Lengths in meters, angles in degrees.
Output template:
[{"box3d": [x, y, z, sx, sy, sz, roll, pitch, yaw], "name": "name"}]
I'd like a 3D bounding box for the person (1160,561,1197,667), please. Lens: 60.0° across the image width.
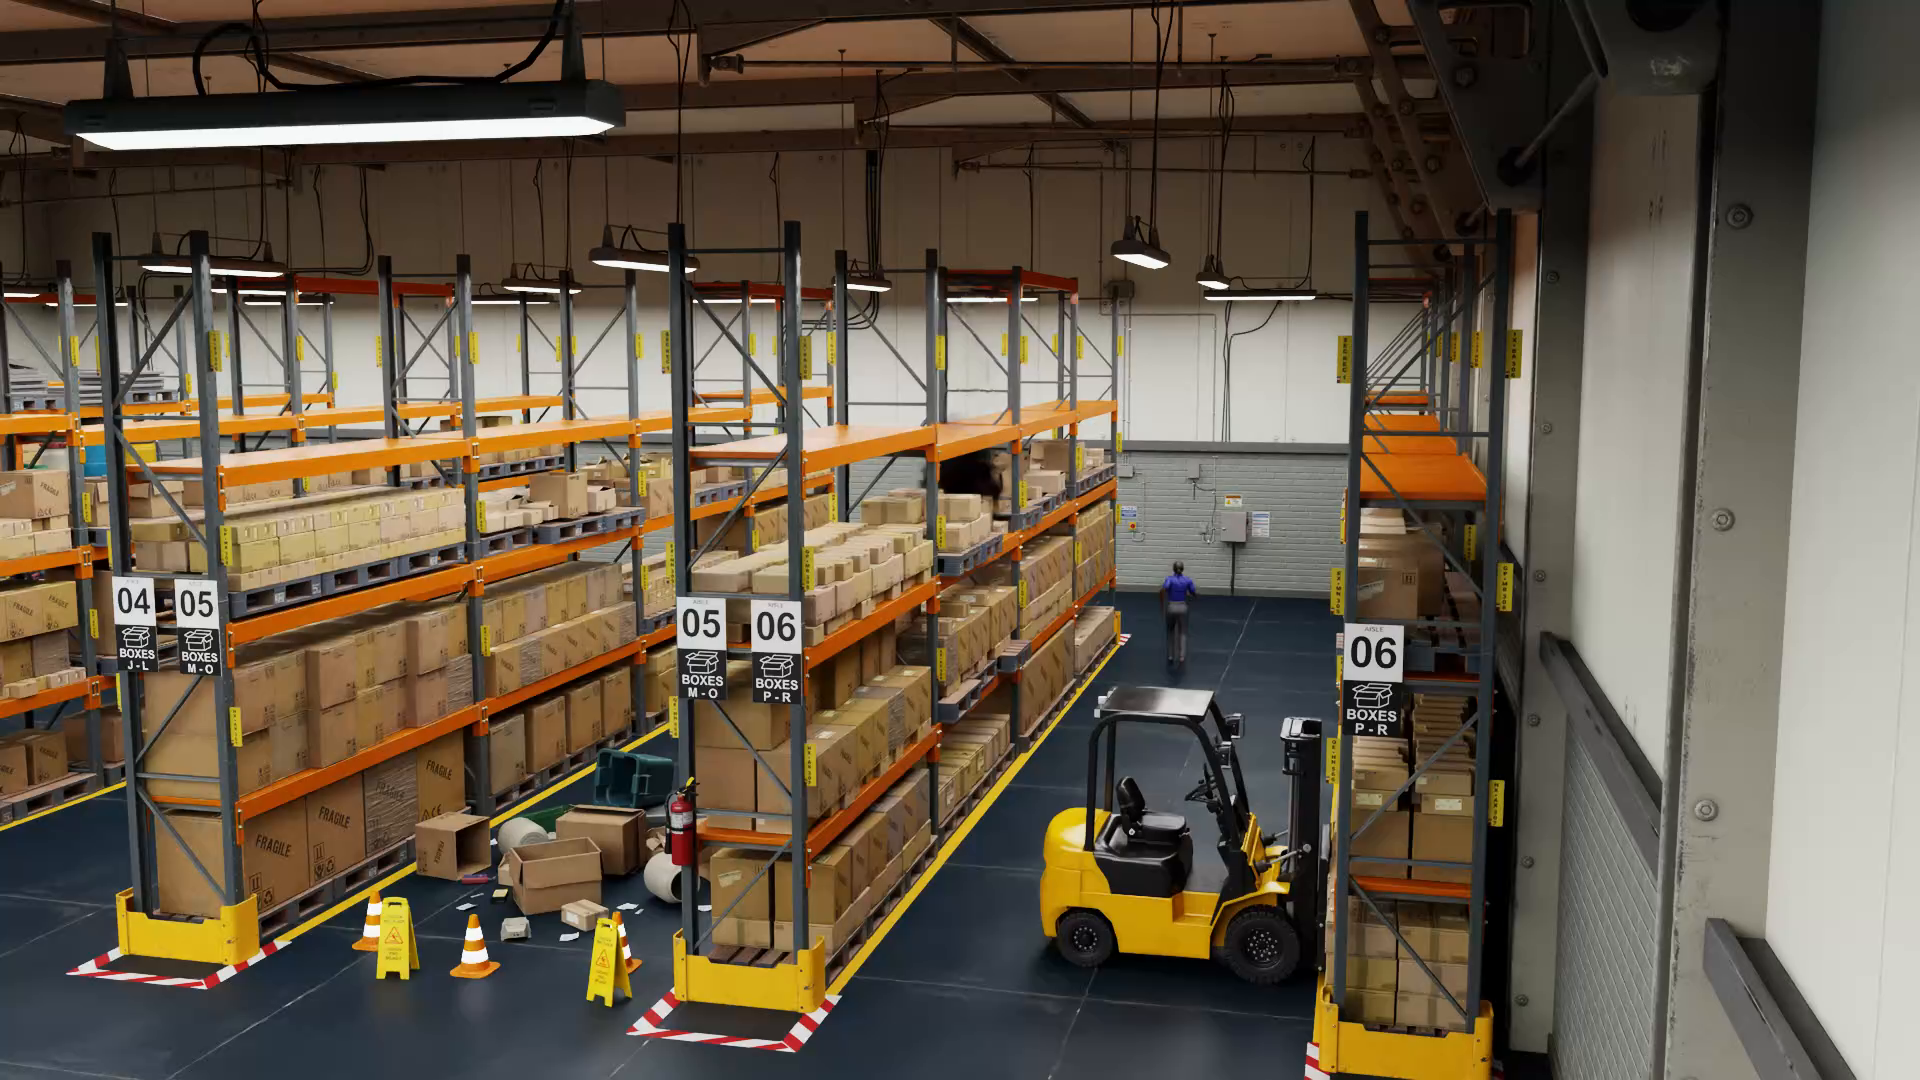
[{"box3d": [3.401, 1.174, 25.977, 0.603, 1.707, 0.805, 0, 7, 2], "name": "person"}]
